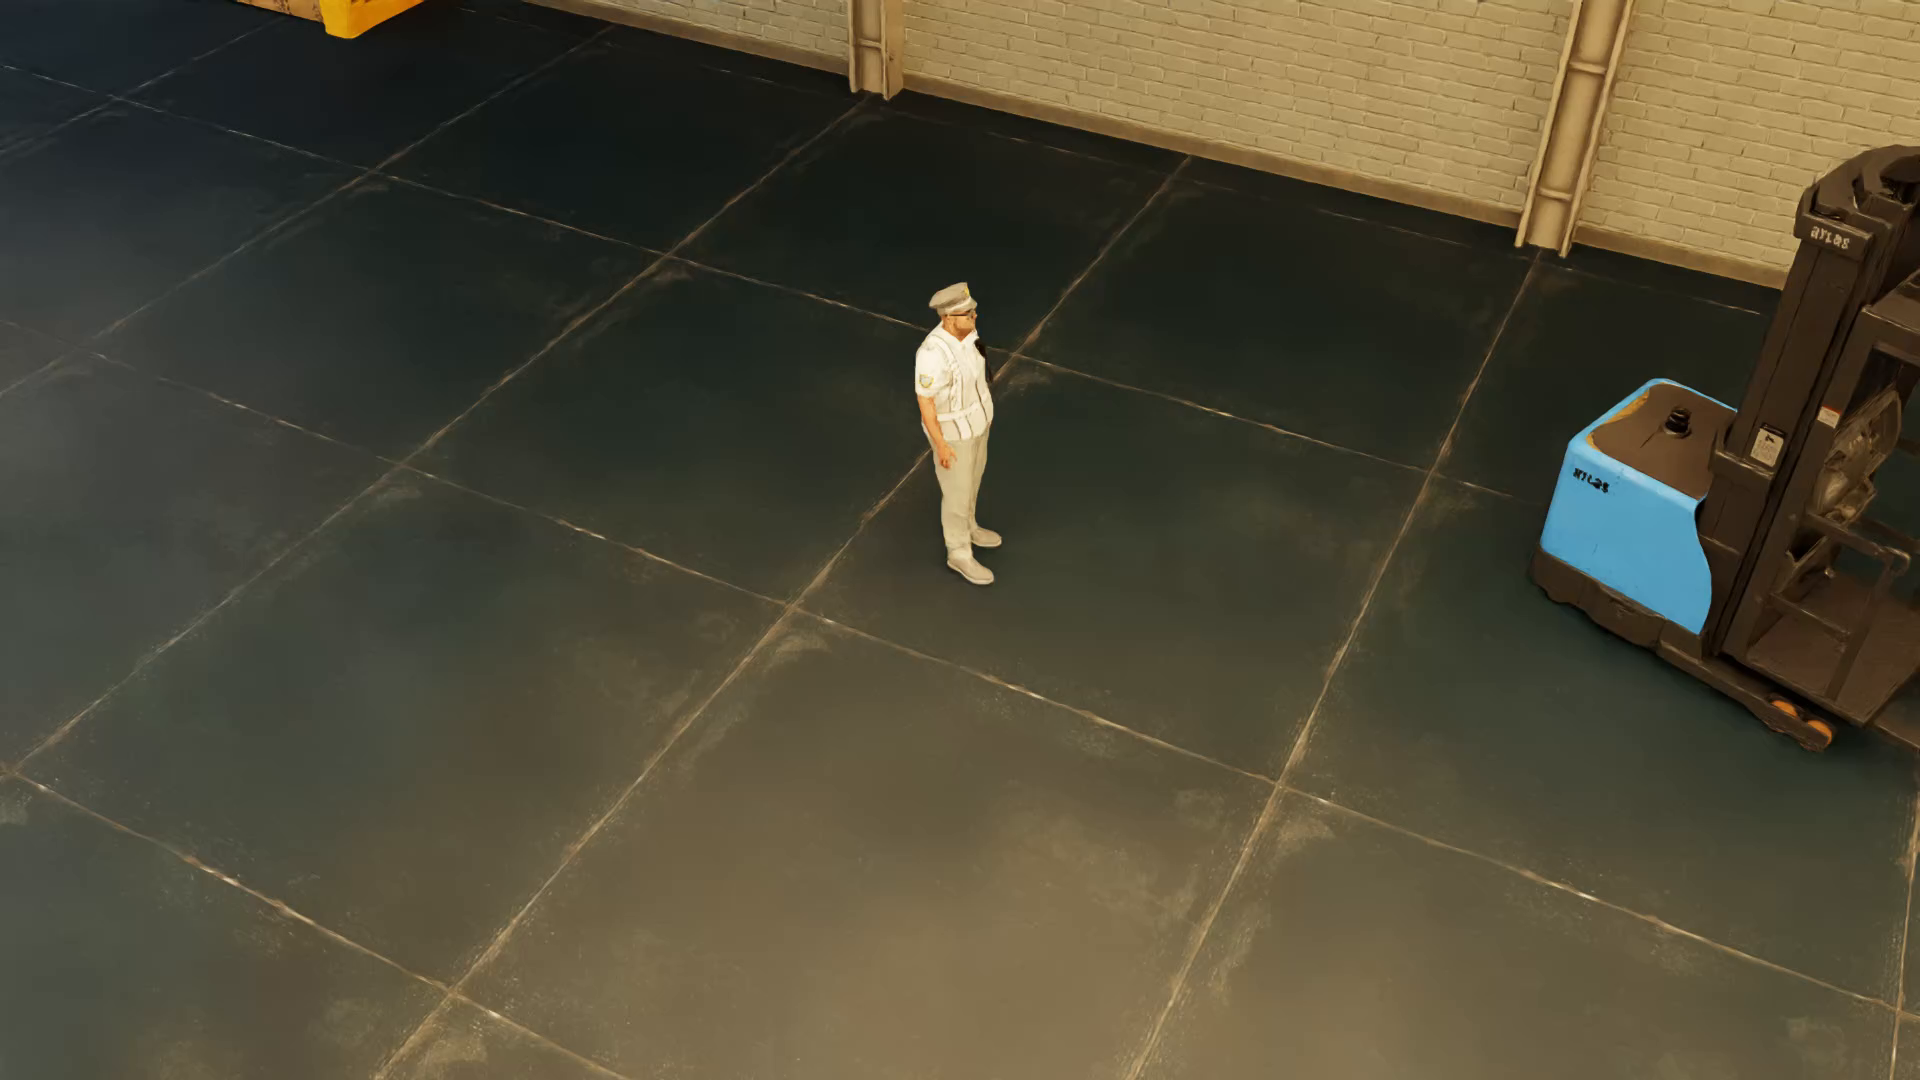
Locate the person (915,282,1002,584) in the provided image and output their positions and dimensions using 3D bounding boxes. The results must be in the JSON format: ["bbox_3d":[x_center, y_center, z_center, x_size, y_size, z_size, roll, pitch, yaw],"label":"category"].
[{"bbox_3d":[0.064,-0.658,9.647,0.574,1.781,0.640,18,43,21],"label":"person"}]

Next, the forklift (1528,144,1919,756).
[{"bbox_3d":[4.751,-0.367,8.422,1.130,2.935,3.031,-31,49,-31],"label":"forklift"}]
